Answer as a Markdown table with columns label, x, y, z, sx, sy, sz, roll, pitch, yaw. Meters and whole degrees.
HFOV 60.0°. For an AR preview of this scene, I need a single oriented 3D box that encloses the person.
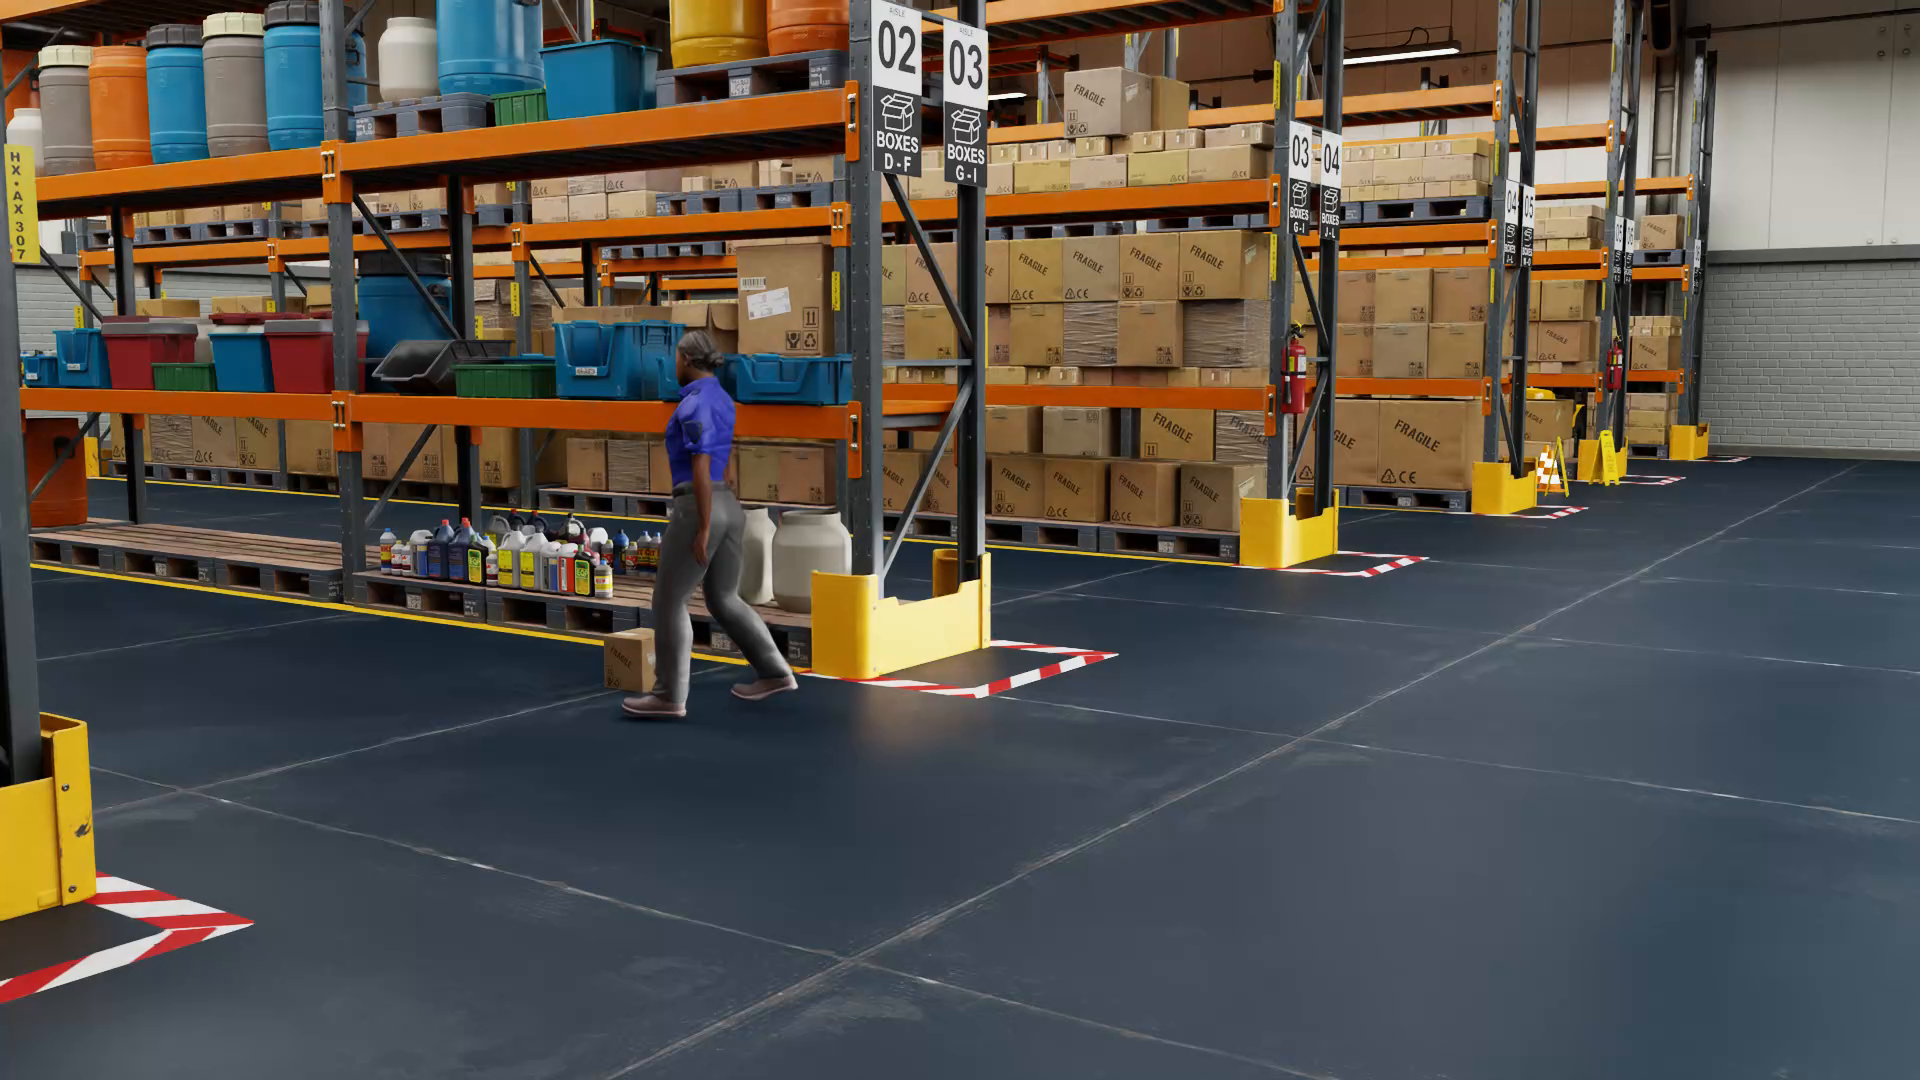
| label | x | y | z | sx | sy | sz | roll | pitch | yaw |
| --- | --- | --- | --- | --- | --- | --- | --- | --- | --- |
| person | -1.082 | -0.080 | 7.125 | 0.679 | 1.633 | 0.477 | 2 | 7 | 15 |
